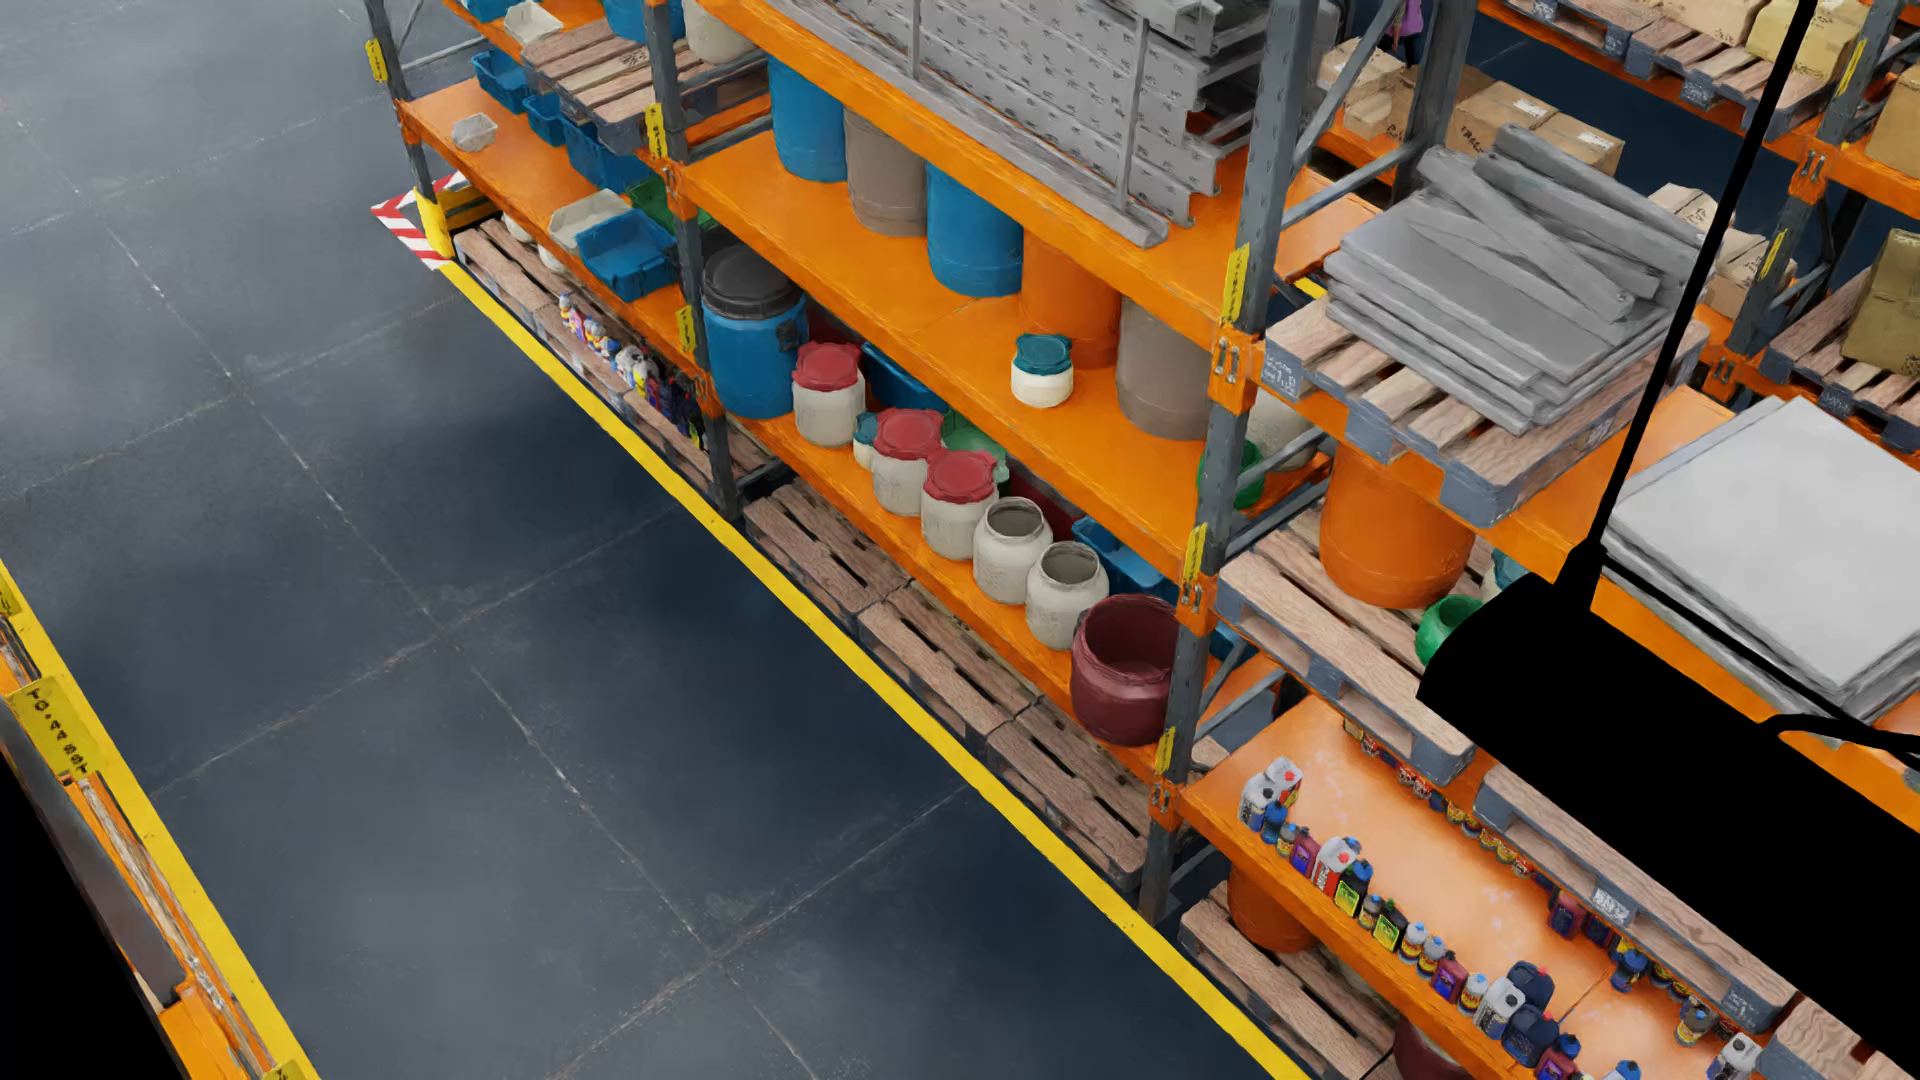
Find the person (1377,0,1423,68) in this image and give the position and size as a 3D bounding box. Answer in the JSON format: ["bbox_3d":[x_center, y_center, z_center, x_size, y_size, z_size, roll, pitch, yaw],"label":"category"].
[{"bbox_3d":[3.731,-4.352,14.049,0.417,1.517,1.037,-30,53,-25],"label":"person"}]
